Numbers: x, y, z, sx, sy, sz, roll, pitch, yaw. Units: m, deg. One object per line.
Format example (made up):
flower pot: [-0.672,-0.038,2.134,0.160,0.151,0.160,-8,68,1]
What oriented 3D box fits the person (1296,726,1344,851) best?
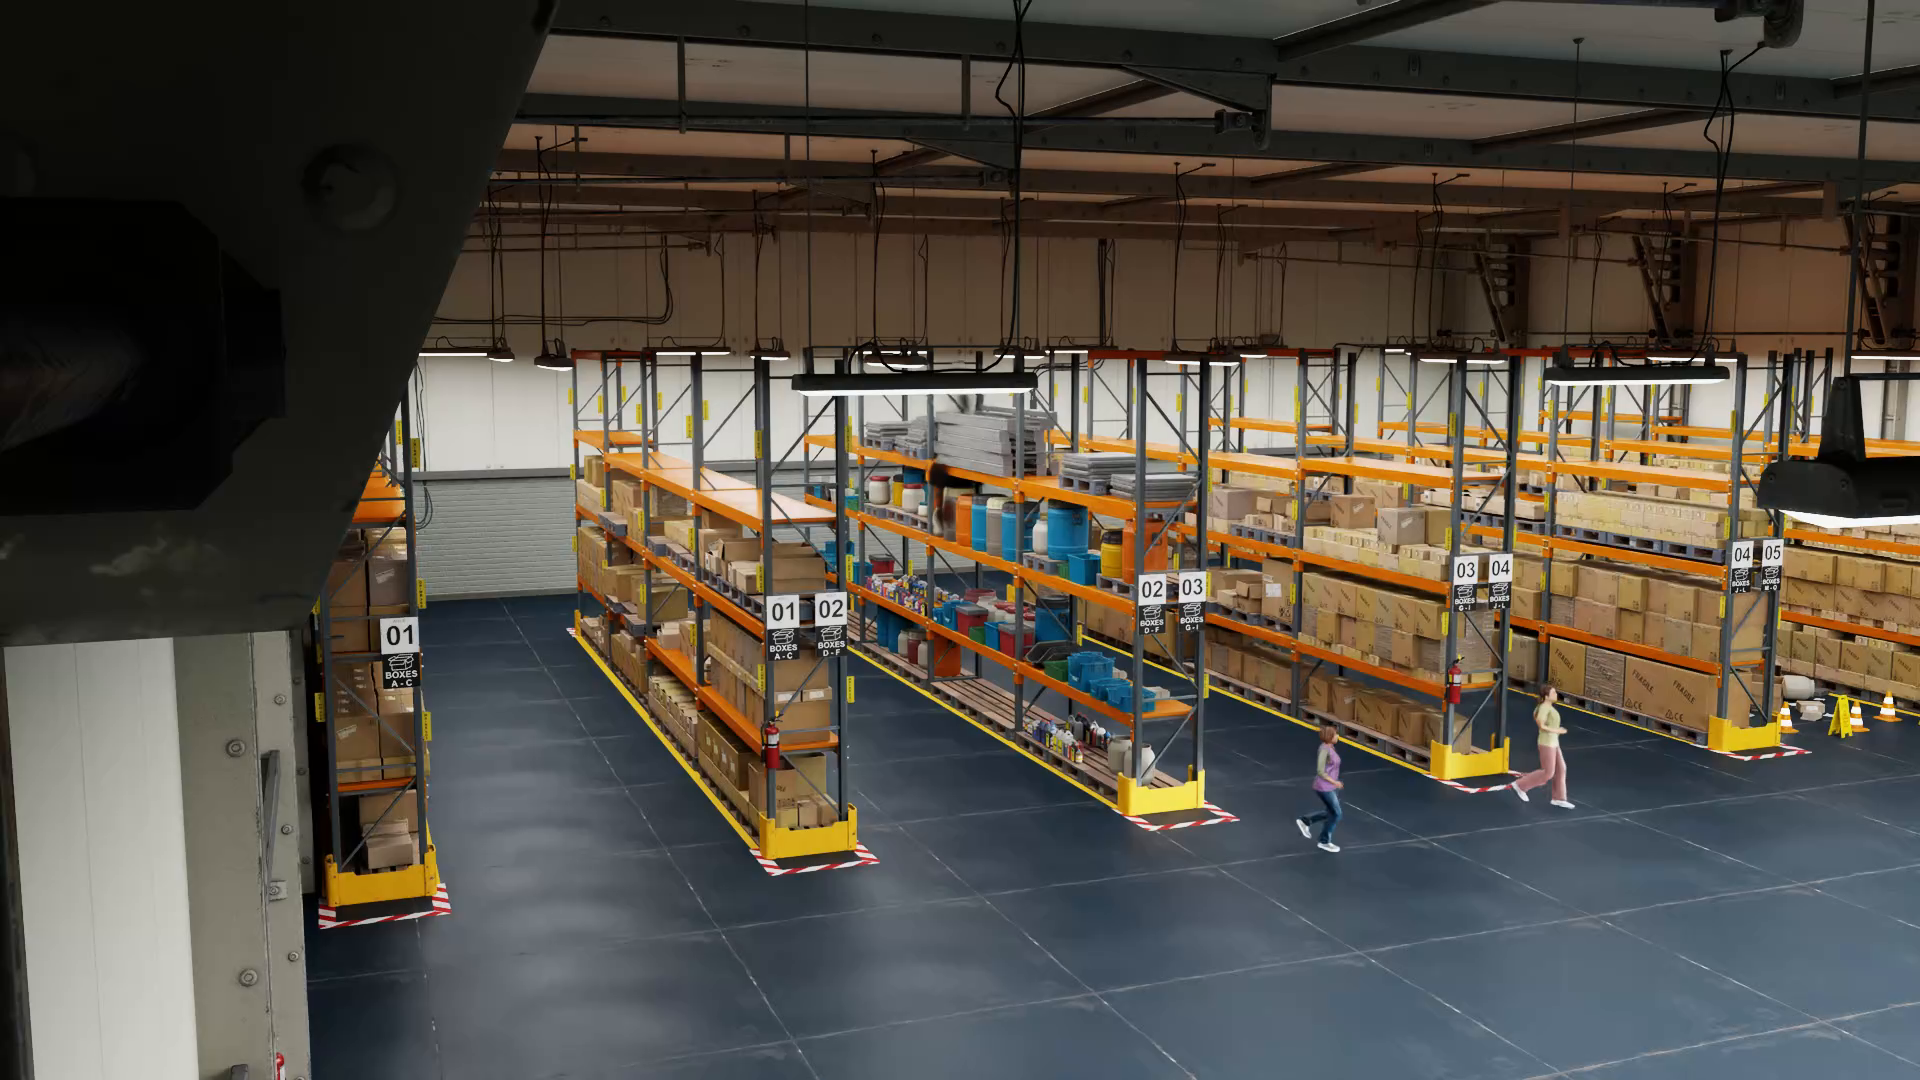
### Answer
person: [4.423,3.036,20.390,0.579,1.557,0.563,2,7,17]

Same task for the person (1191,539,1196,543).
person: [5.295,0.776,38.221,0.660,1.685,0.848,-2,7,-13]

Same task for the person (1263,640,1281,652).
person: [6.136,1.450,32.392,0.575,1.679,0.921,-3,8,-23]

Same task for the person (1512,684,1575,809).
person: [7.828,2.758,22.237,0.804,1.676,0.583,3,8,23]
